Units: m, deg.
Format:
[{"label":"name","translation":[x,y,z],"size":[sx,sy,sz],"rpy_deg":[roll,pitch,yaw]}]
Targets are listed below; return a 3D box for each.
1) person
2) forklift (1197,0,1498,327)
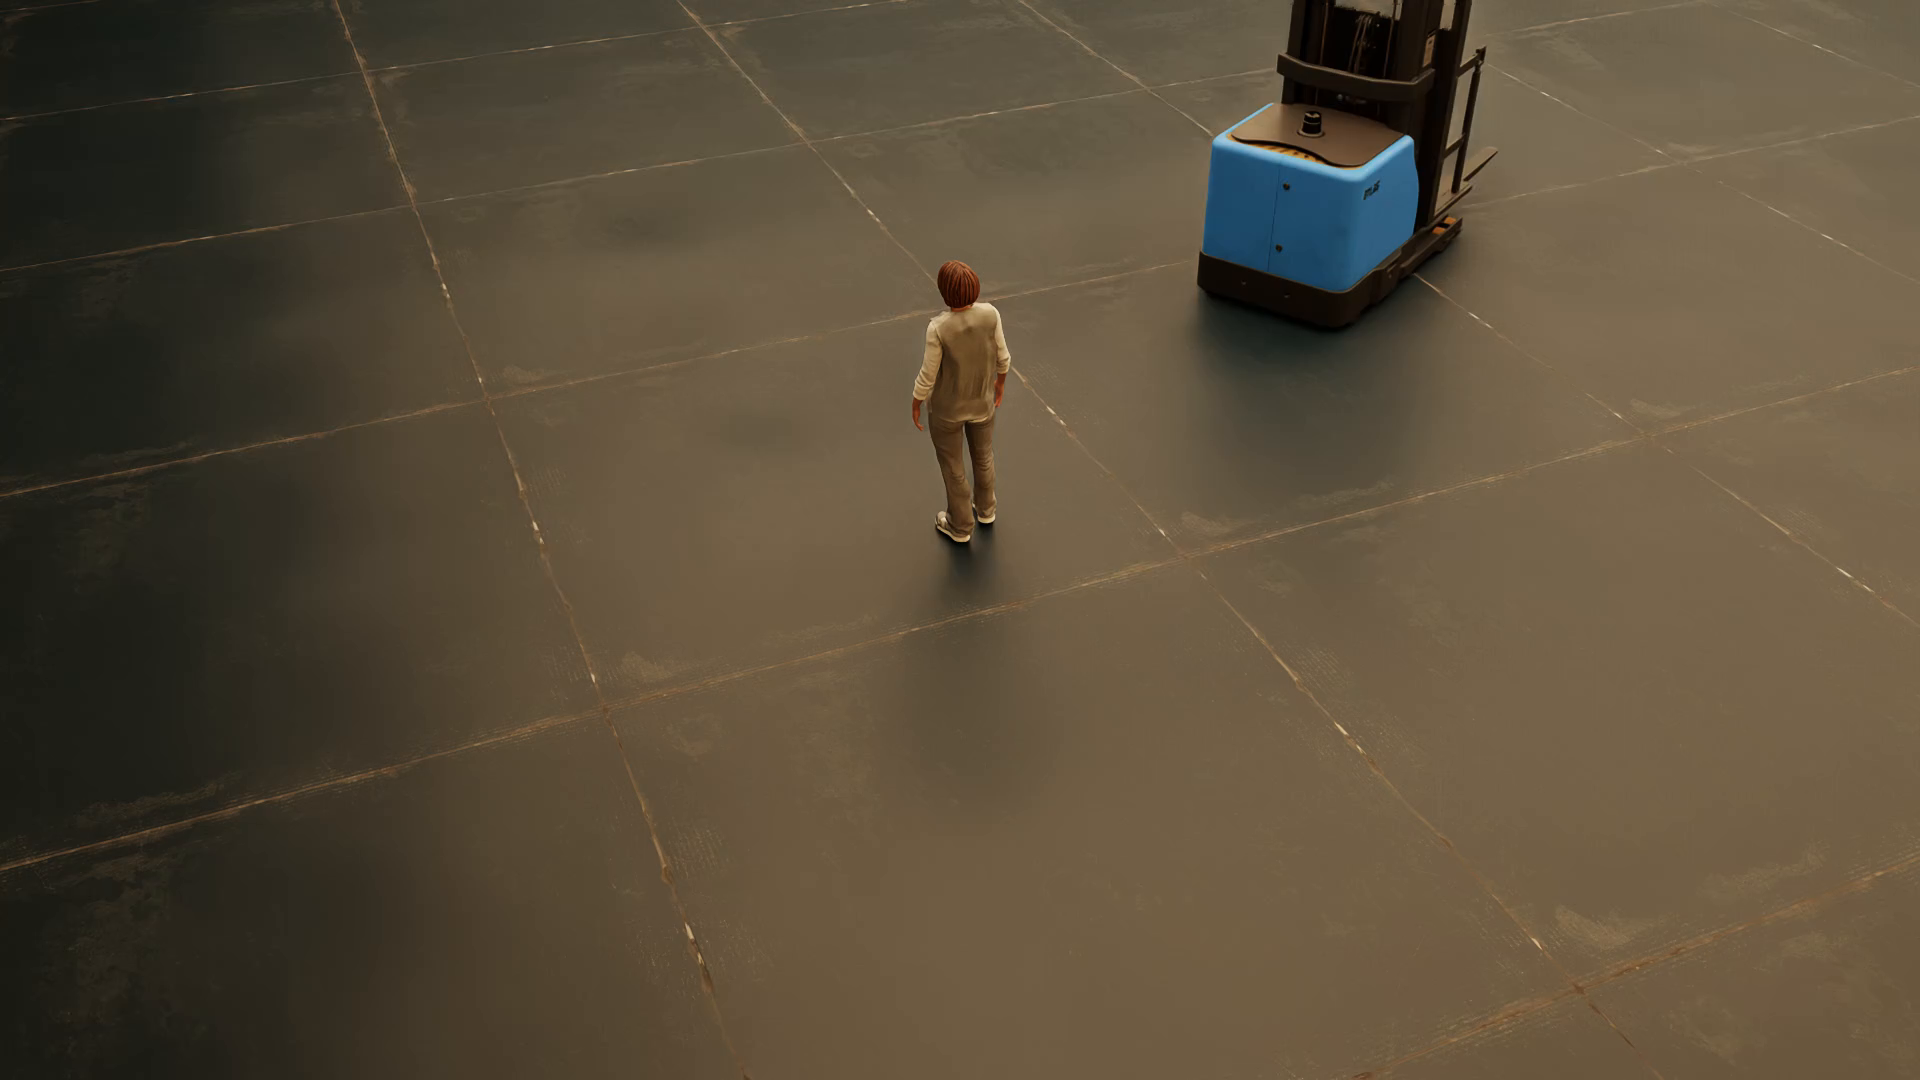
[{"label":"person","translation":[-0.015,-0.699,8.220],"size":[0.520,1.597,0.475],"rpy_deg":[-14,38,-19]},{"label":"forklift","translation":[2.823,-3.323,10.772],"size":[1.130,2.935,3.031],"rpy_deg":[23,41,29]}]
